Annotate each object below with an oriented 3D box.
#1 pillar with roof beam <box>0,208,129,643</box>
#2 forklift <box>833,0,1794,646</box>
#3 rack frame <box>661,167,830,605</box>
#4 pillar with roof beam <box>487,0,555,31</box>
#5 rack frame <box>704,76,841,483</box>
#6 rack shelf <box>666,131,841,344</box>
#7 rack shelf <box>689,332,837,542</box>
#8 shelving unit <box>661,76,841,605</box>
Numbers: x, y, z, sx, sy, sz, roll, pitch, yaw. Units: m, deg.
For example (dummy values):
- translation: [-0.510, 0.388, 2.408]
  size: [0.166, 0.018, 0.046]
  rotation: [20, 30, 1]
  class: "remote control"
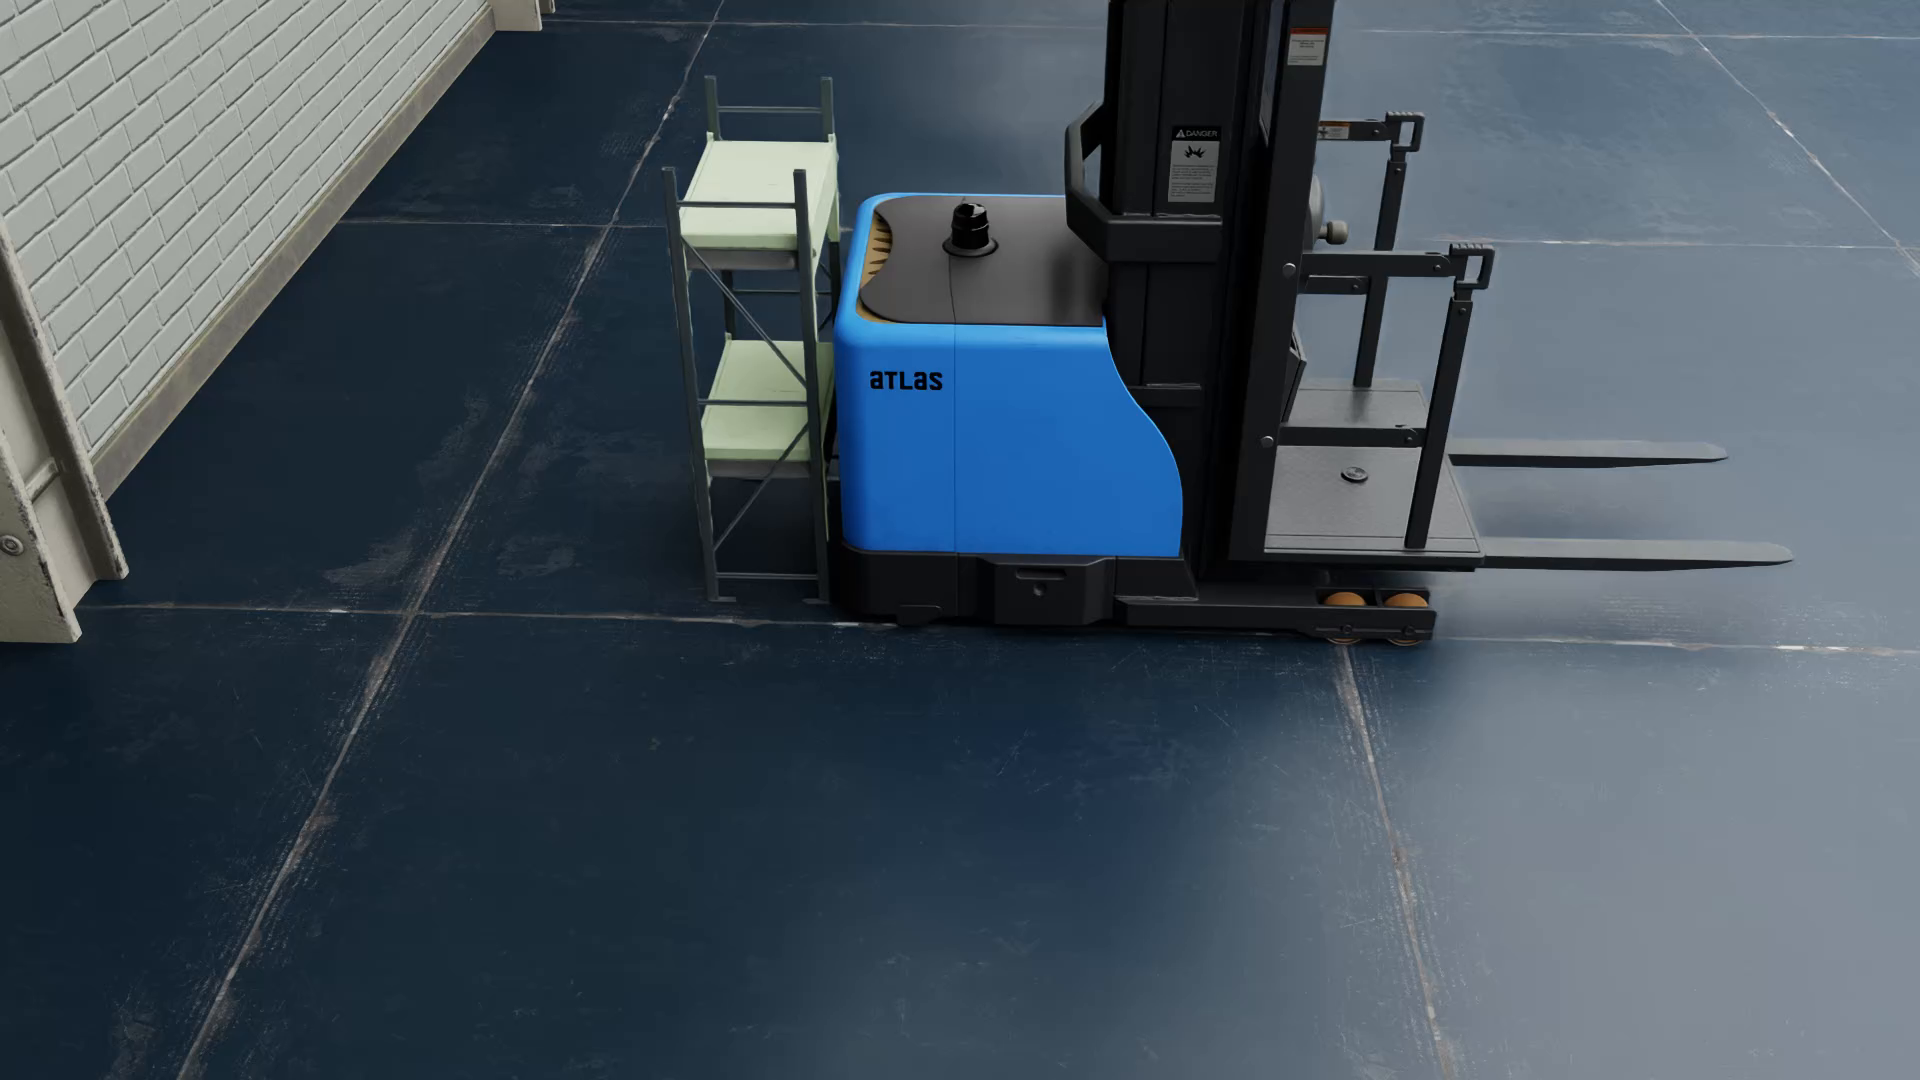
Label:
- translation: [1.341, -3.372, 2.722]
  size: [9.100, 9.000, 0.400]
  rotation: [1, 35, 2]
  class: "pillar with roof beam"
- translation: [1.146, -1.176, 4.875]
  size: [3.031, 2.935, 1.130]
  rotation: [1, 35, 2]
  class: "forklift"
- translation: [-0.626, -0.411, 5.031]
  size: [0.400, 1.500, 0.023]
  rotation: [1, 35, 2]
  class: "rack frame"
- translation: [1.582, -6.819, 7.627]
  size: [9.100, 9.000, 0.400]
  rotation: [1, 35, 2]
  class: "pillar with roof beam"
- translation: [-0.601, -0.832, 5.629]
  size: [0.400, 1.500, 0.023]
  rotation: [1, 35, 2]
  class: "rack frame"
- translation: [-0.614, -0.941, 5.106]
  size: [0.431, 0.370, 0.720]
  rotation: [1, 35, 2]
  class: "rack shelf"
- translation: [-0.614, -0.355, 5.517]
  size: [0.431, 0.370, 0.720]
  rotation: [1, 35, 2]
  class: "rack shelf"
- translation: [-0.614, -0.622, 5.330]
  size: [0.431, 1.500, 0.755]
  rotation: [1, 35, 2]
  class: "shelving unit"
